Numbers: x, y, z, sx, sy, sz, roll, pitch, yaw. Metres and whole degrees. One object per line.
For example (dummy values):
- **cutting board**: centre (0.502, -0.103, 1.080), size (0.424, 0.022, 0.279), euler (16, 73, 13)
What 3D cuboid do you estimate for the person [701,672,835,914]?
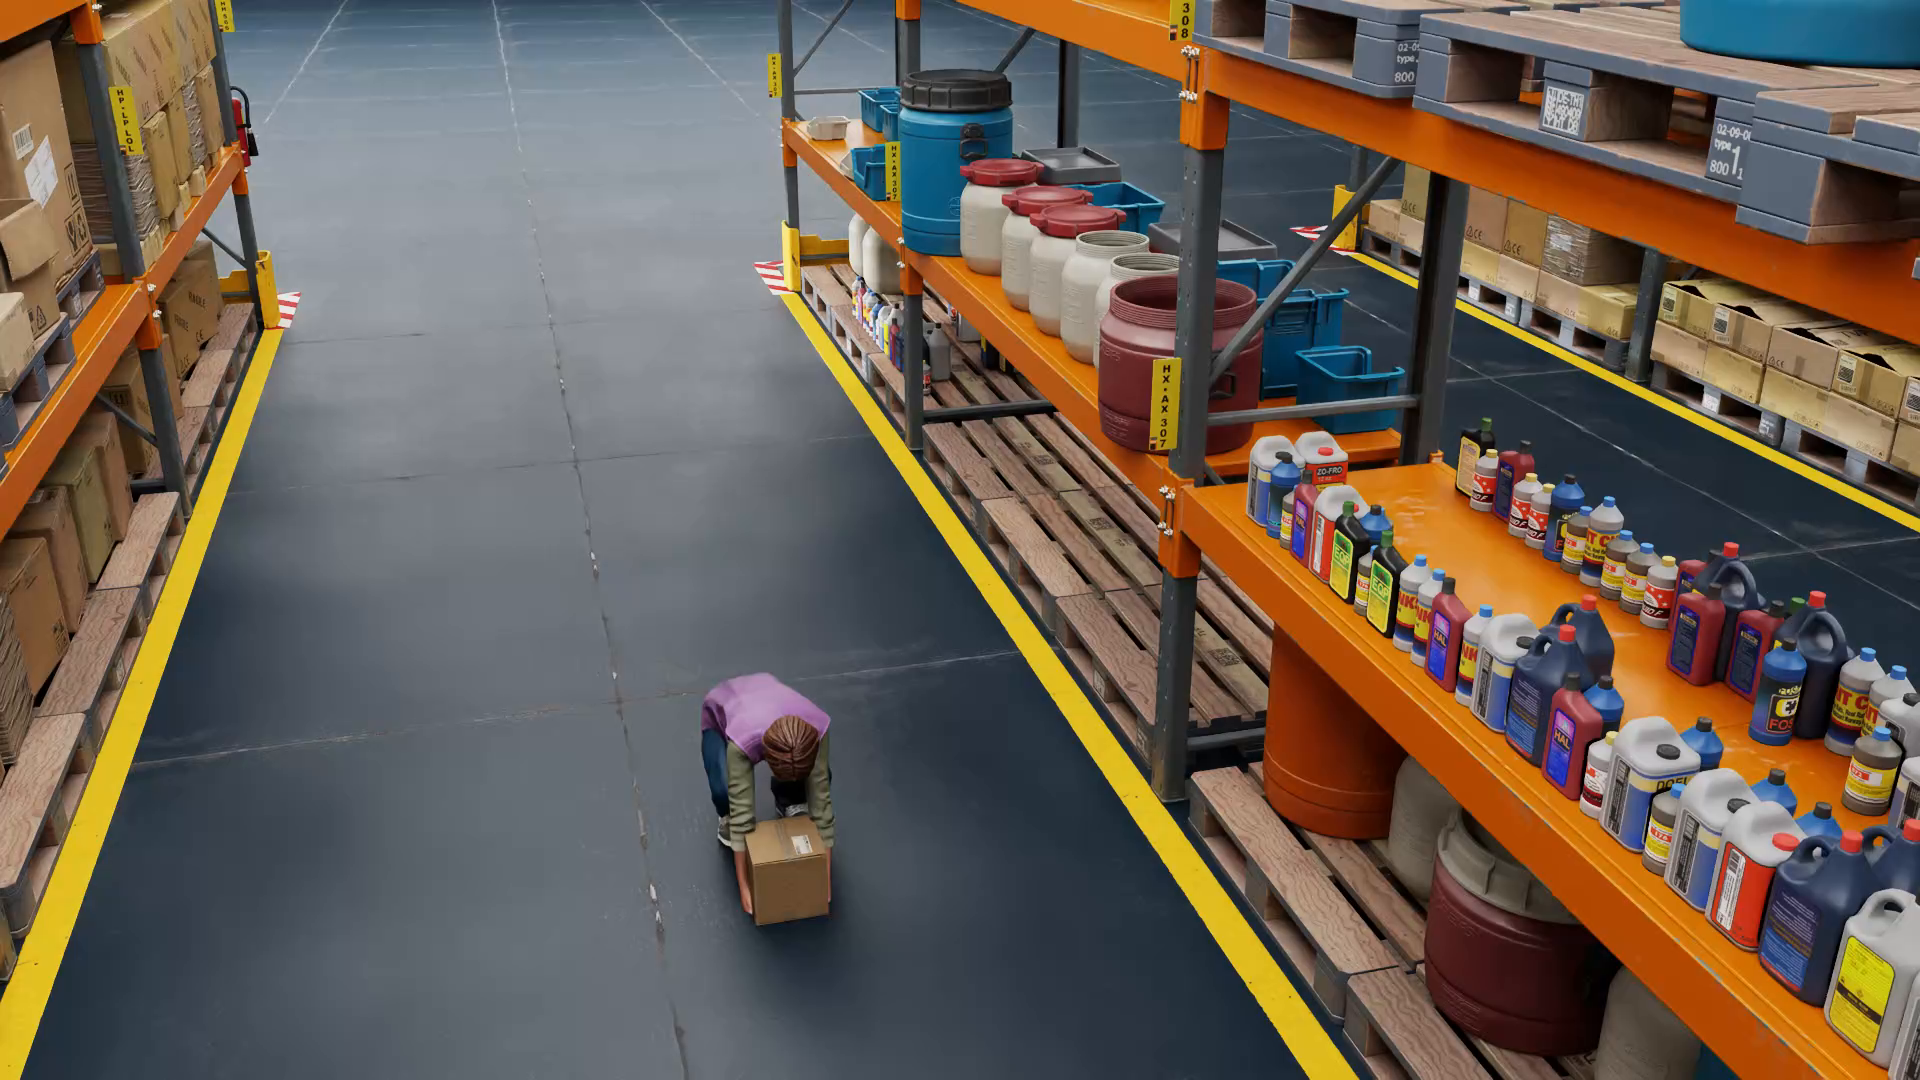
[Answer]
- **person**: centre (-0.683, 0.829, 5.904), size (0.431, 0.745, 0.843), euler (-7, 24, -15)
